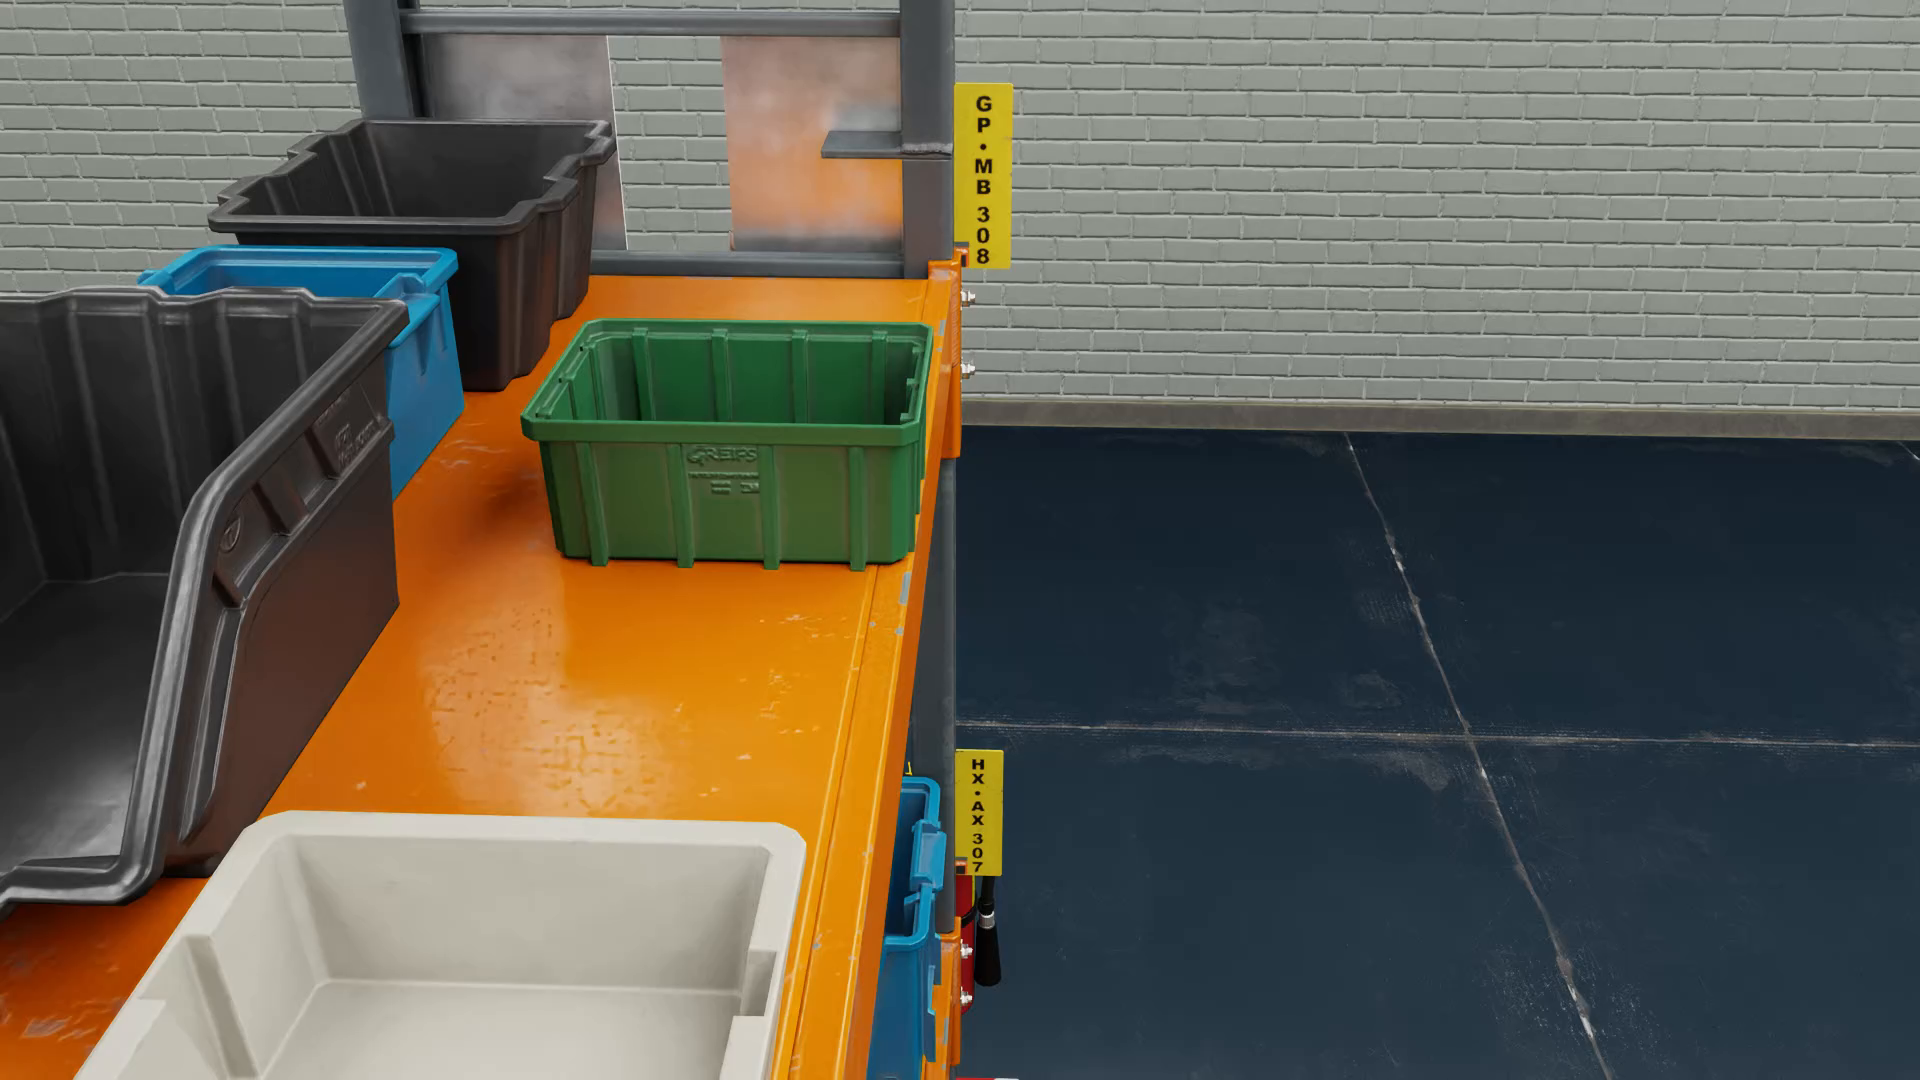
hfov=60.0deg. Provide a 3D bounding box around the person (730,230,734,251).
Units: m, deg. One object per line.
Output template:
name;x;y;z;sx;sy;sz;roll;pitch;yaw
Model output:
person;-0.827;-0.548;7.129;0.632;1.784;0.602;3;28;6
